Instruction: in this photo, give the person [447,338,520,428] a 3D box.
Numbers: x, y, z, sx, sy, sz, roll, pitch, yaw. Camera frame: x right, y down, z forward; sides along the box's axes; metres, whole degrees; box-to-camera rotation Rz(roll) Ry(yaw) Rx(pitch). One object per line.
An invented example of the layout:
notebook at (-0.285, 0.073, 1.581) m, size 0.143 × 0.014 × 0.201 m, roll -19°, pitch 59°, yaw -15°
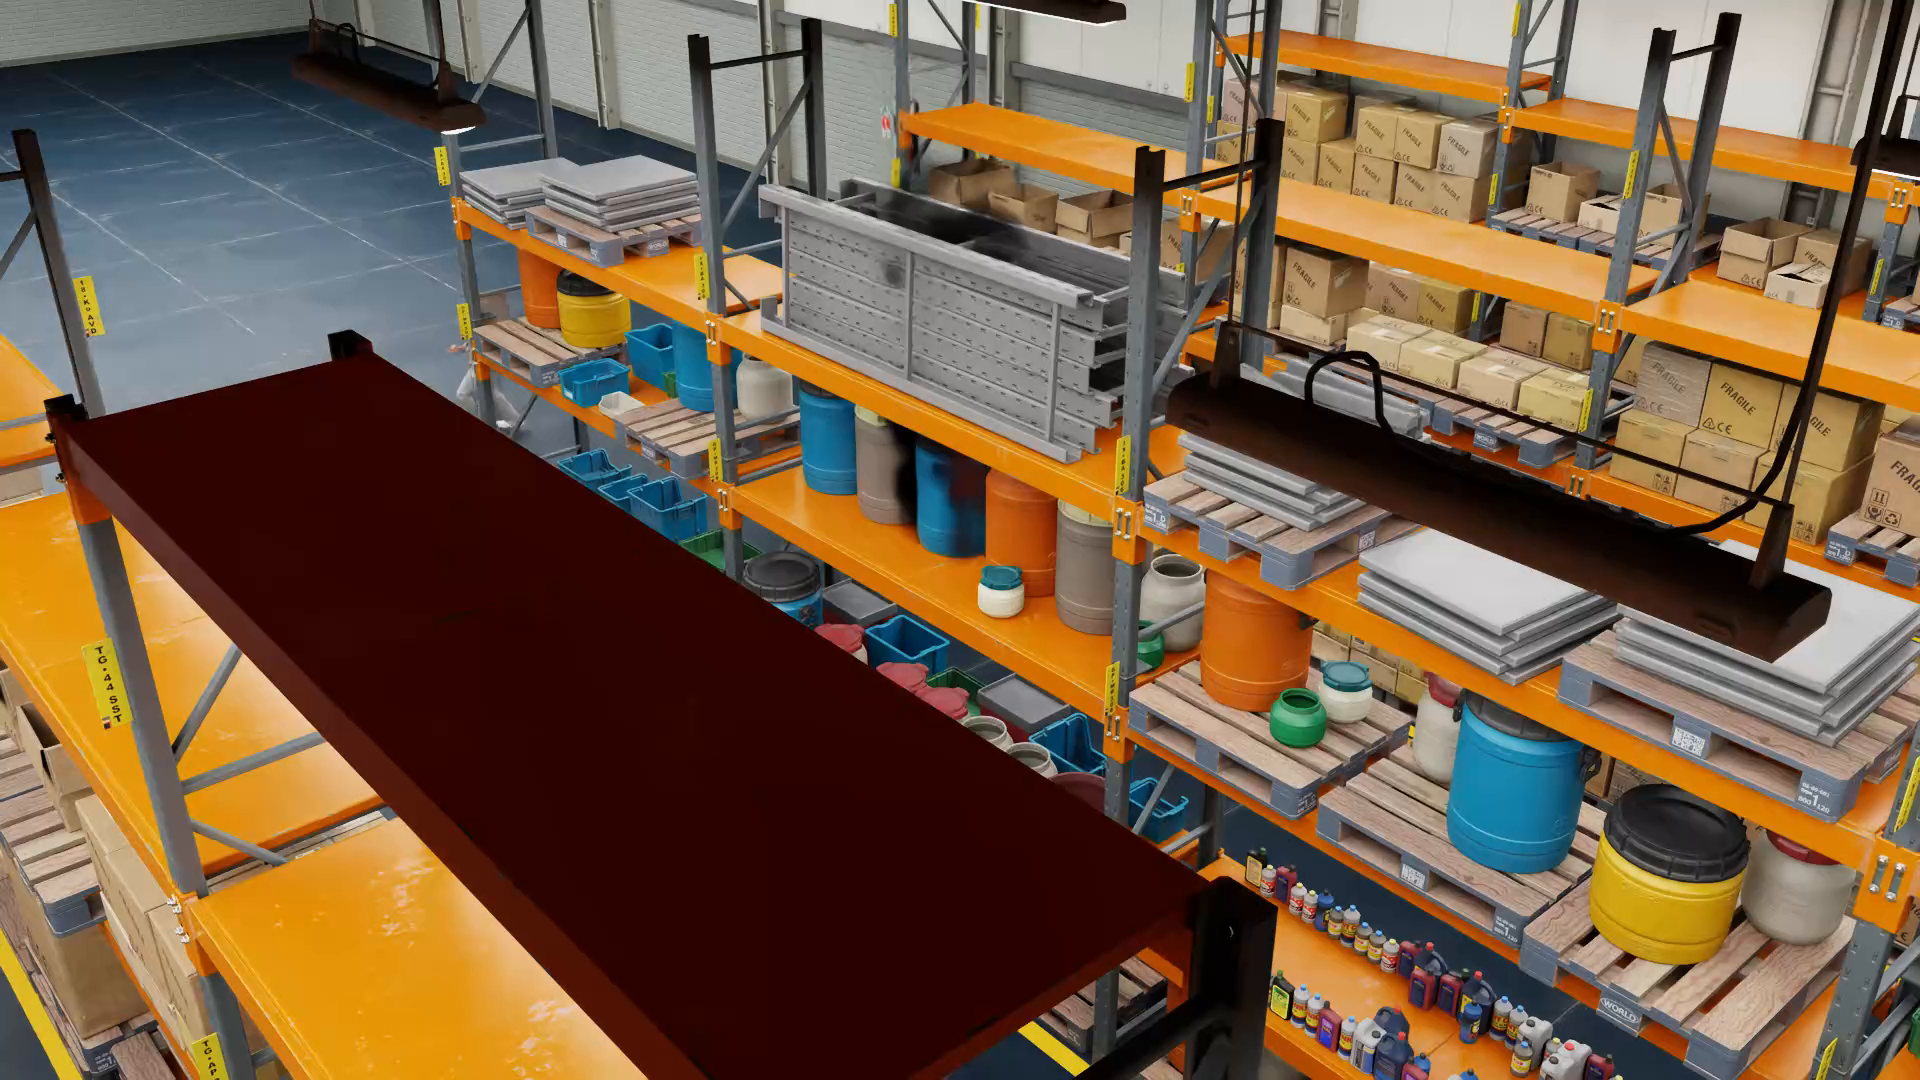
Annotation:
person at (-5.657, -2.013, 19.706) m, size 0.753 × 1.688 × 0.570 m, roll -7°, pitch 28°, yaw -14°
